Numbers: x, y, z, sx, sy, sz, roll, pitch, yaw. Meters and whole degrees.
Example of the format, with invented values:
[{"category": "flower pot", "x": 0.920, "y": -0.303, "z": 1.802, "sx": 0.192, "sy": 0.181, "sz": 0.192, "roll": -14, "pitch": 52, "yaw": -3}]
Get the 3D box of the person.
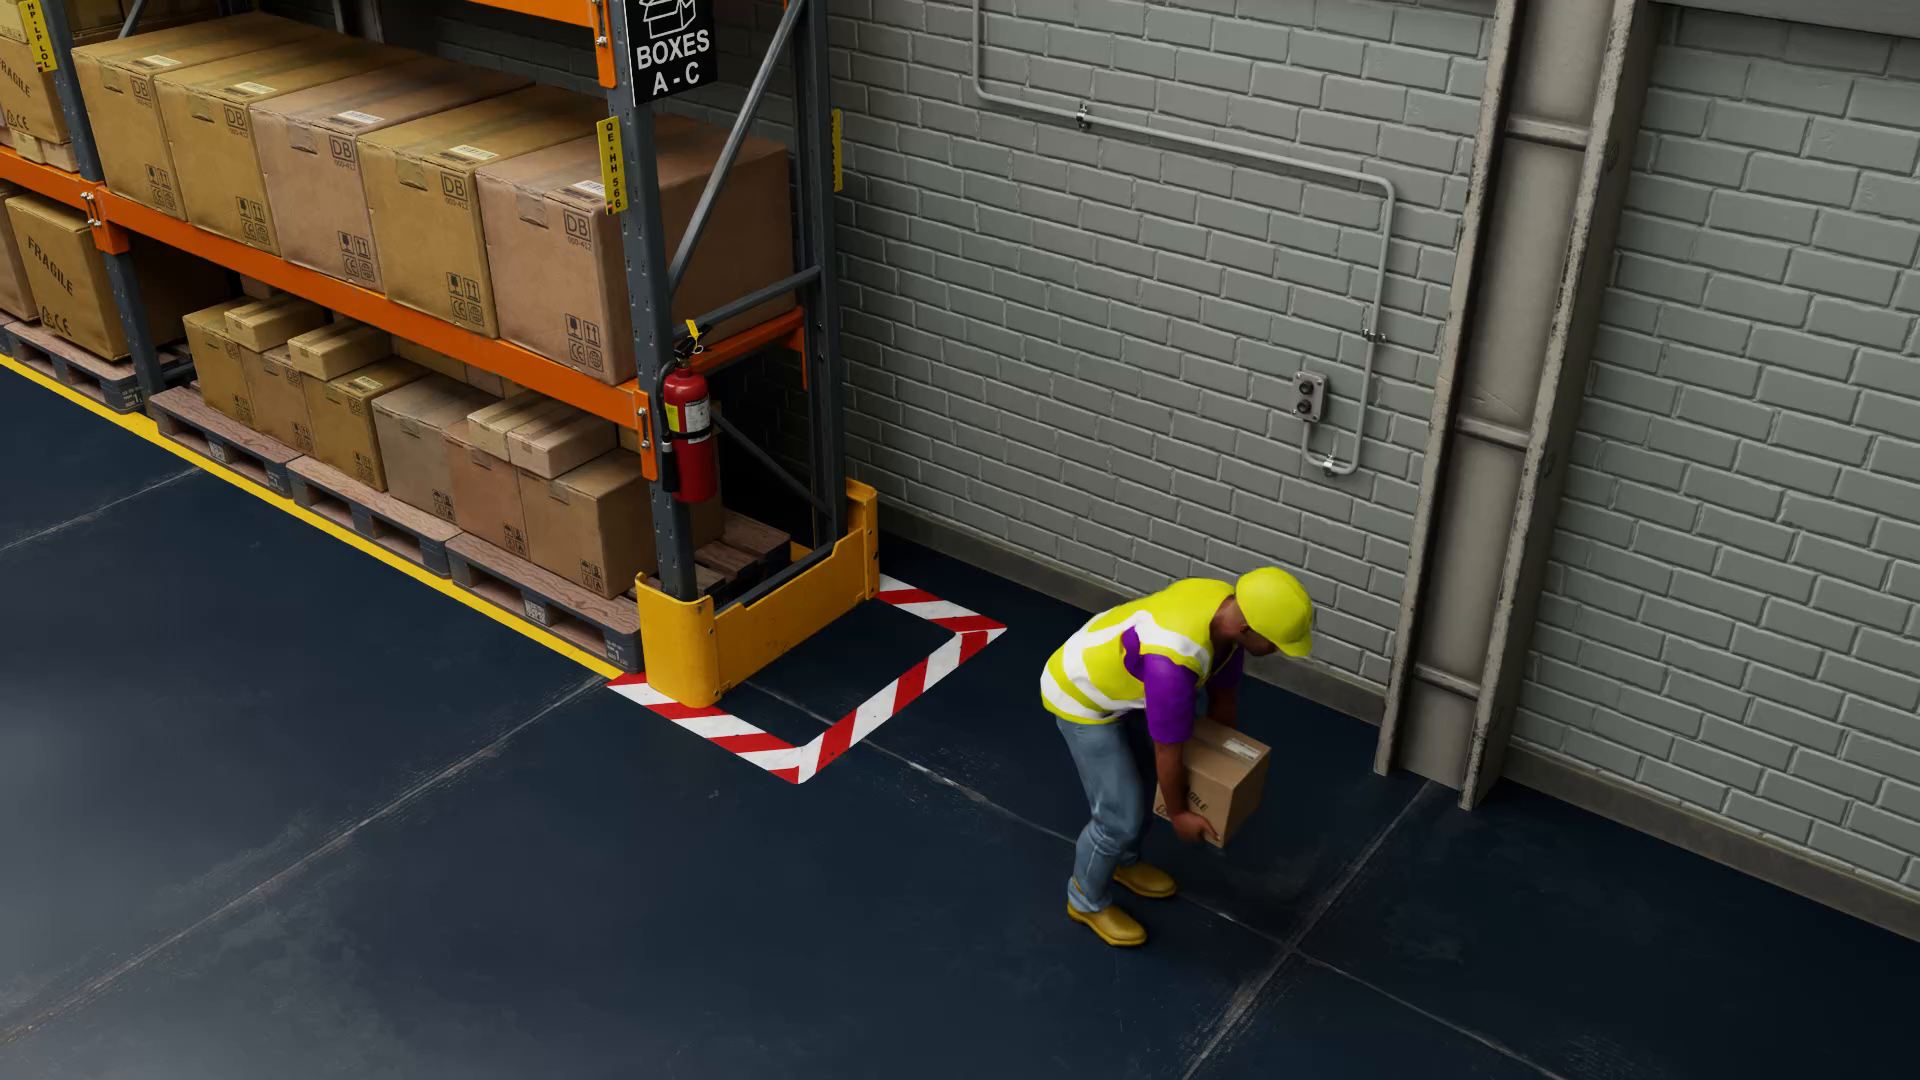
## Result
[{"category": "person", "x": 0.667, "y": 0.647, "z": 5.279, "sx": 0.831, "sy": 1.499, "sz": 0.487, "roll": 20, "pitch": 36, "yaw": 30}]
